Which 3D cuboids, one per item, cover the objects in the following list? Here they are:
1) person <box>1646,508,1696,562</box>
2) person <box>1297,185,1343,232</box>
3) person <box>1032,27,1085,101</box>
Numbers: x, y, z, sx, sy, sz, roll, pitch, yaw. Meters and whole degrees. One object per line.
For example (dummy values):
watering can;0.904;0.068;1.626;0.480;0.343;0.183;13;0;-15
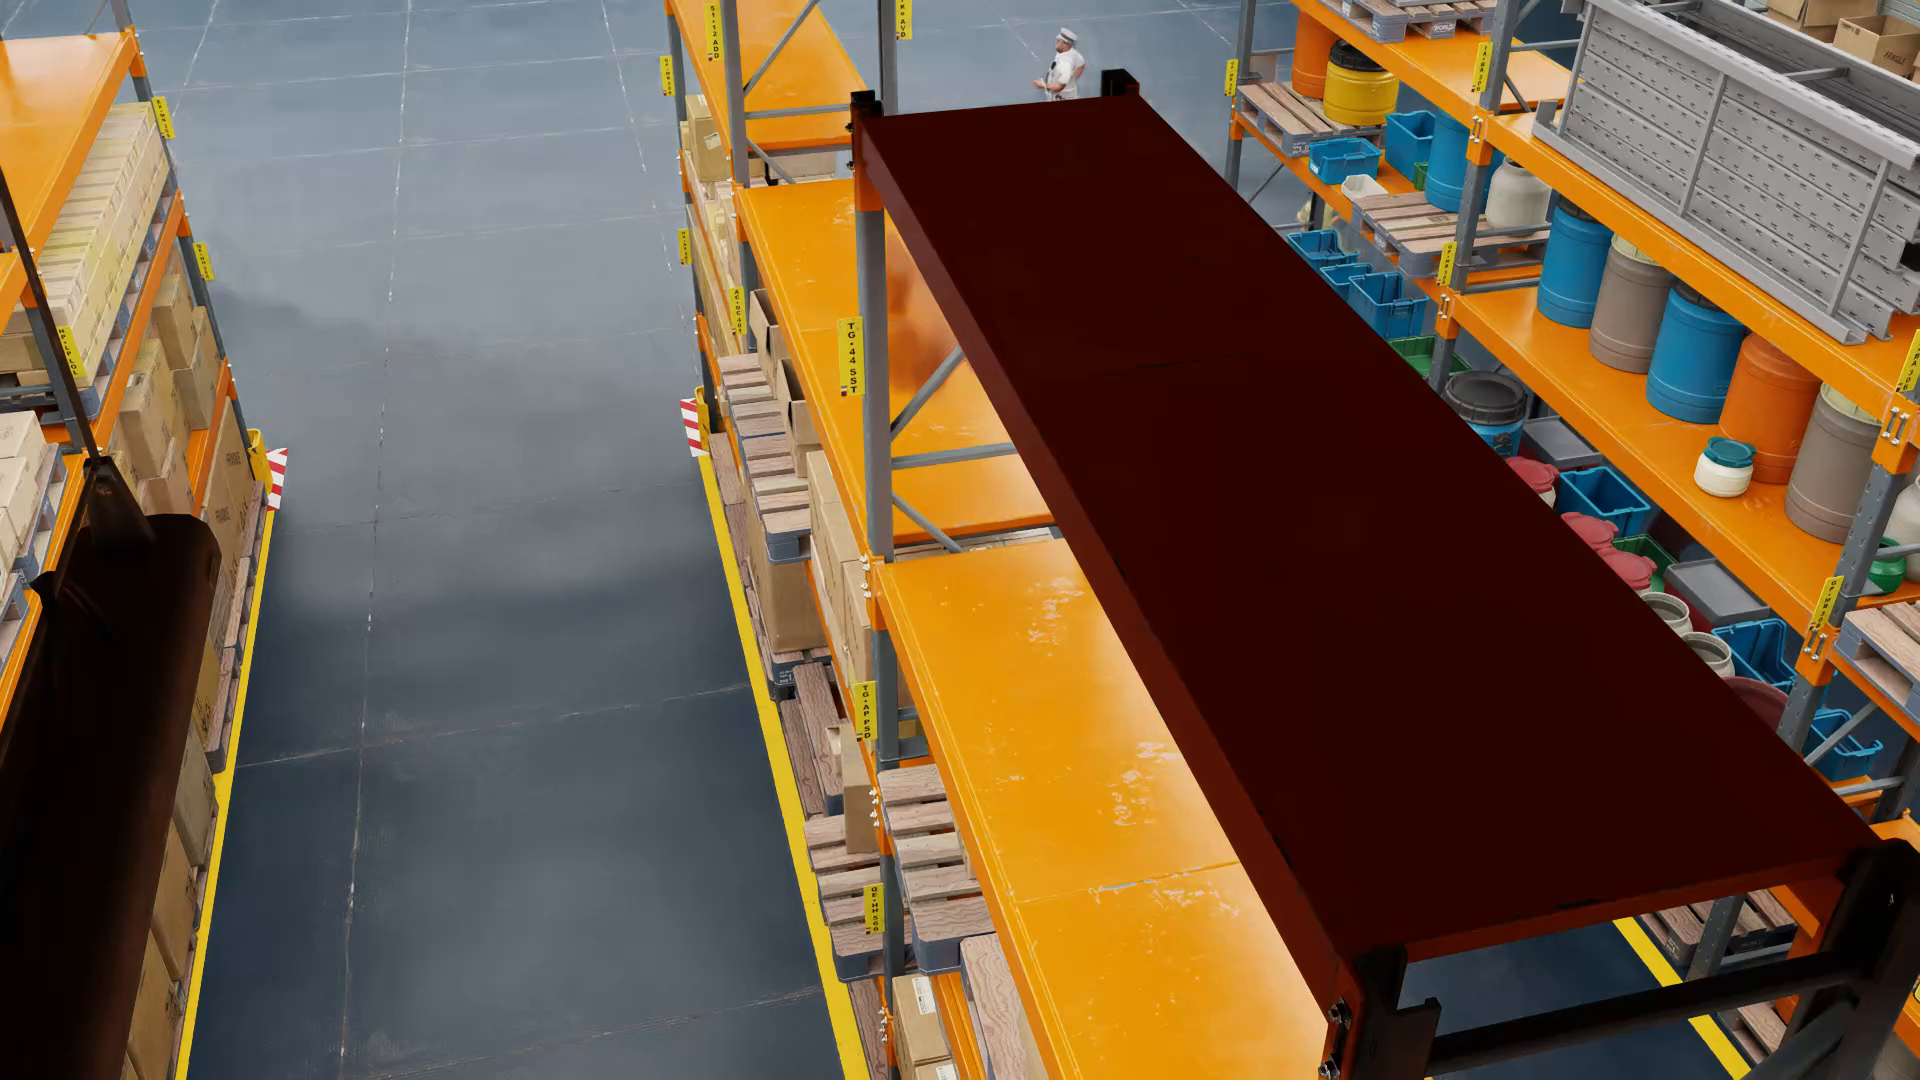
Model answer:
person;5.642;-0.171;12.807;0.715;1.733;0.813;-8;35;-12
person;3.701;-3.028;17.094;0.653;1.646;0.667;25;42;32
person;1.210;-5.432;20.464;0.659;1.748;0.647;3;34;4
